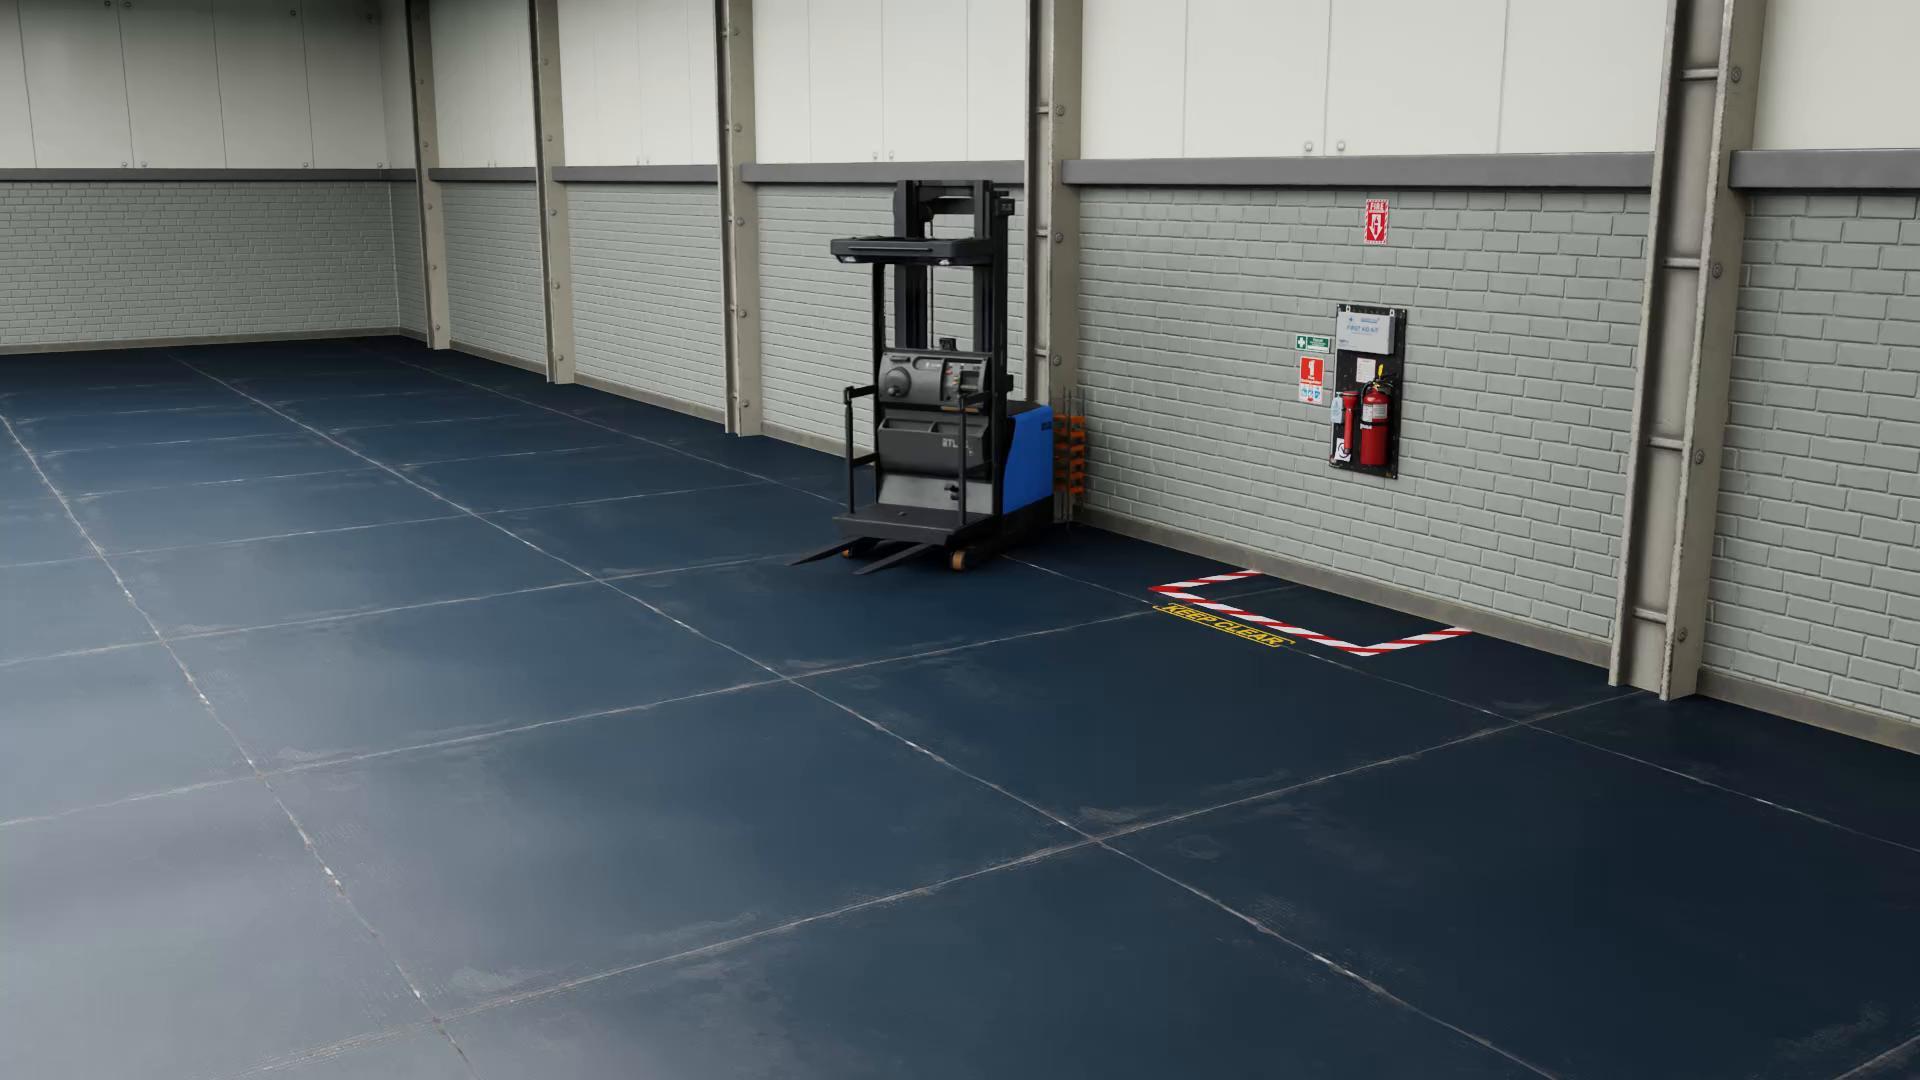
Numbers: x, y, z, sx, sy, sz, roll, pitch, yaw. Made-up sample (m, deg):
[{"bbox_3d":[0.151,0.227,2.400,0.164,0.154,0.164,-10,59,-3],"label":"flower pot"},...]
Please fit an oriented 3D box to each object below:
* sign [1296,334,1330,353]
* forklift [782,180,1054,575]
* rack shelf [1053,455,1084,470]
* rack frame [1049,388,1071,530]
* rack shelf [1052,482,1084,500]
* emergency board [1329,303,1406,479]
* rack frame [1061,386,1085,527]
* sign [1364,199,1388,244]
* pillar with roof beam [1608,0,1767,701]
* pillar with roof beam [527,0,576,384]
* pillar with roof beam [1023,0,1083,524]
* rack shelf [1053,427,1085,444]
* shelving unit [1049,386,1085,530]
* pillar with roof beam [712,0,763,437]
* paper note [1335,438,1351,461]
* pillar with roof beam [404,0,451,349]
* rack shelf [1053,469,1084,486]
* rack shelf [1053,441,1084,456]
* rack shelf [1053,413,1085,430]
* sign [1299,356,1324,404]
[{"bbox_3d":[2.544,-1.418,12.001,0.001,0.109,0.331,-8,15,-33],"label":"sign"},{"bbox_3d":[-0.307,-1.294,12.920,1.130,2.935,3.031,6,14,26],"label":"forklift"},{"bbox_3d":[0.908,-0.656,14.260,0.258,0.103,0.180,12,17,43],"label":"rack shelf"},{"bbox_3d":[0.844,-0.686,14.187,0.240,1.200,0.006,12,17,43],"label":"rack frame"},{"bbox_3d":[0.908,-0.422,14.311,0.258,0.103,0.180,12,17,43],"label":"rack shelf"},{"bbox_3d":[2.769,-1.033,11.564,0.194,1.169,0.643,-8,15,-33],"label":"emergency board"},{"bbox_3d":[0.972,-0.714,14.315,0.240,1.200,0.006,12,17,43],"label":"rack frame"},{"bbox_3d":[2.848,-2.179,11.377,0.001,0.298,0.199,-8,15,-33],"label":"sign"},{"bbox_3d":[0.523,-3.010,6.563,9.100,9.000,0.400,-8,15,-33],"label":"pillar with roof beam"},{"bbox_3d":[-9.450,-6.211,21.201,9.100,9.000,0.400,-8,15,-33],"label":"pillar with roof beam"},{"bbox_3d":[-2.801,-4.077,11.442,9.100,9.000,0.400,-8,15,-33],"label":"pillar with roof beam"},{"bbox_3d":[0.908,-0.891,14.210,0.258,0.103,0.180,12,17,43],"label":"rack shelf"},{"bbox_3d":[0.908,-0.700,14.251,0.258,1.200,0.189,12,17,43],"label":"shelving unit"},{"bbox_3d":[-6.126,-5.144,16.322,9.100,9.000,0.400,-8,15,-33],"label":"pillar with roof beam"},{"bbox_3d":[2.729,-0.642,11.839,0.016,0.148,0.142,-8,15,-33],"label":"paper note"},{"bbox_3d":[-12.774,-7.278,26.081,9.100,9.000,0.400,-8,15,-33],"label":"pillar with roof beam"},{"bbox_3d":[0.908,-0.539,14.285,0.258,0.103,0.180,12,17,43],"label":"rack shelf"},{"bbox_3d":[0.908,-0.774,14.235,0.258,0.103,0.180,12,17,43],"label":"rack shelf"},{"bbox_3d":[0.909,-1.008,14.184,0.258,0.103,0.180,12,17,43],"label":"rack shelf"},{"bbox_3d":[2.549,-1.161,12.066,0.001,0.329,0.234,-8,15,-33],"label":"sign"}]
